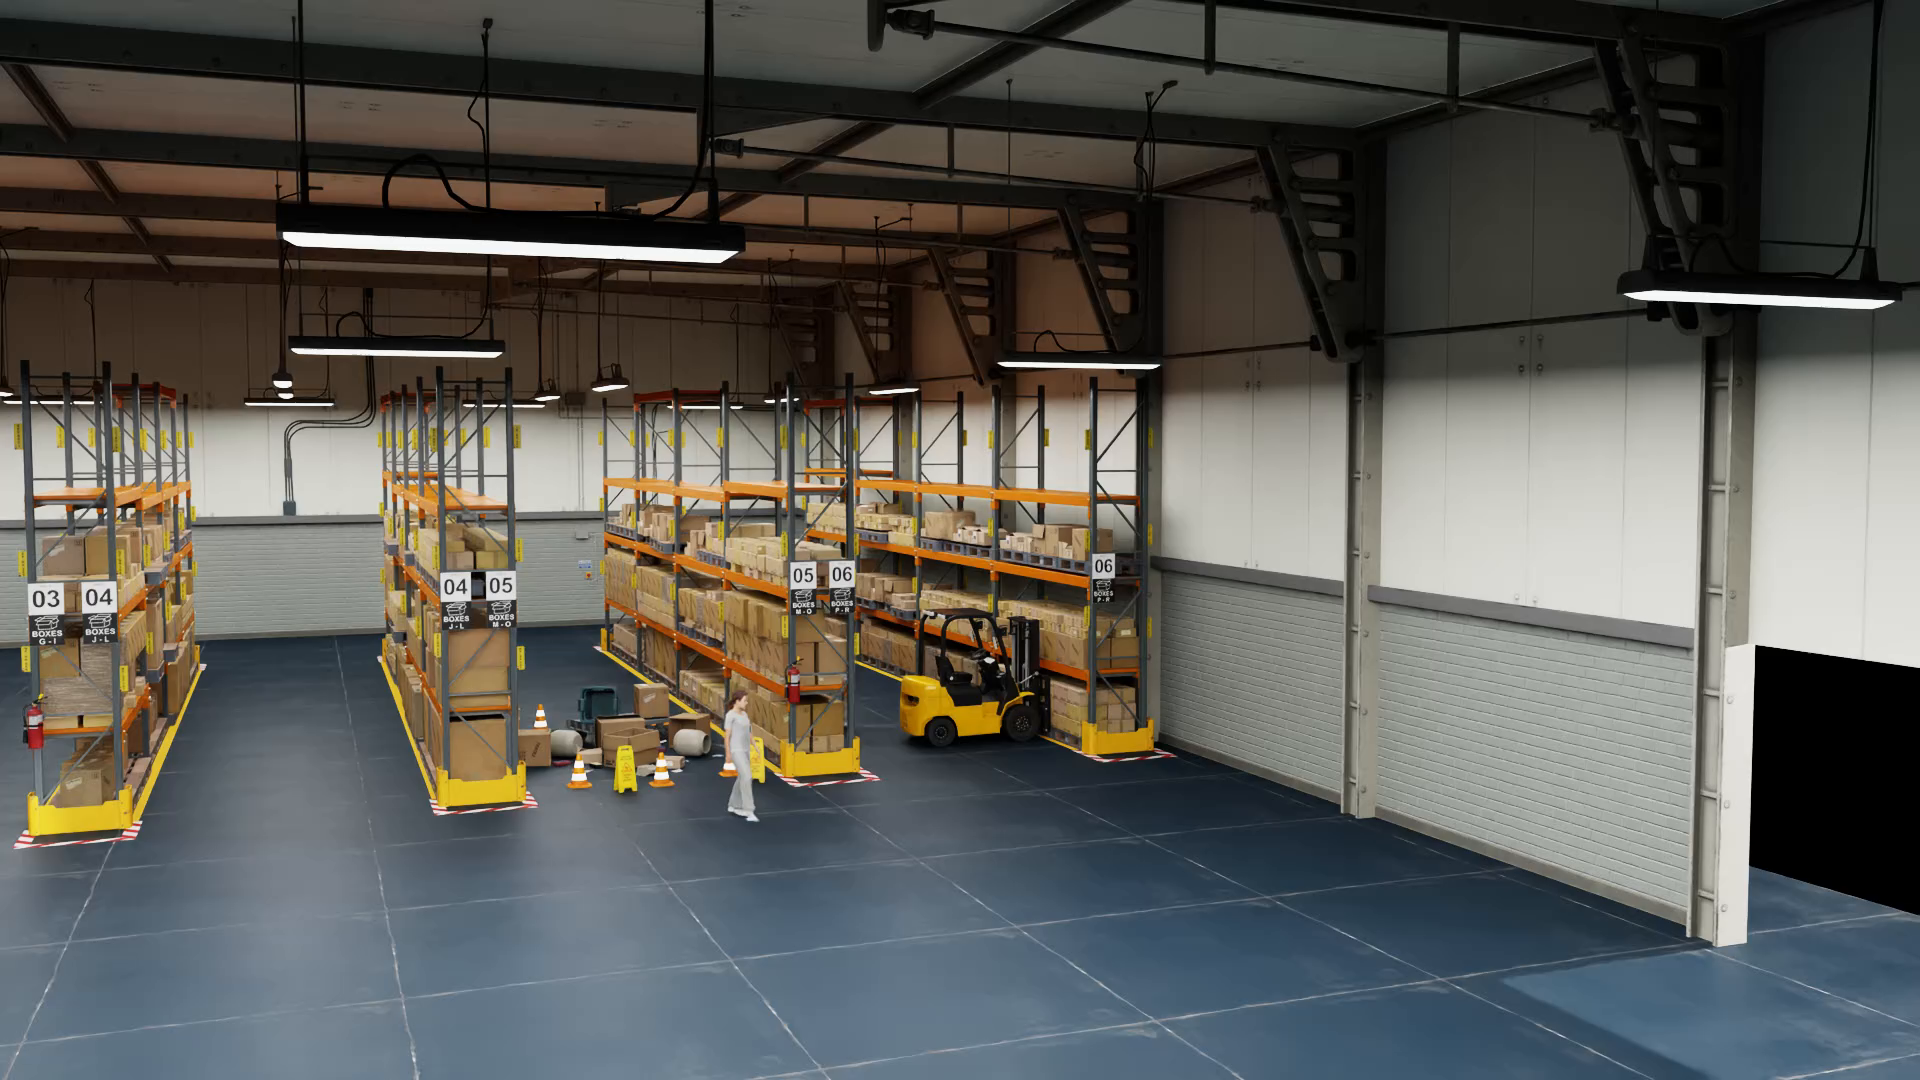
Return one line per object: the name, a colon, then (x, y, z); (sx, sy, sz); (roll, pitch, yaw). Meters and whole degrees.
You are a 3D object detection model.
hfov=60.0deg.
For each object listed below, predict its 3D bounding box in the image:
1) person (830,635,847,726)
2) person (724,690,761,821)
person: (-2.065, 2.476, 29.022); (0.467, 1.596, 0.469); (-1, 4, -17)
person: (-2.856, 2.855, 22.092); (0.591, 1.720, 0.466); (1, 4, 23)
